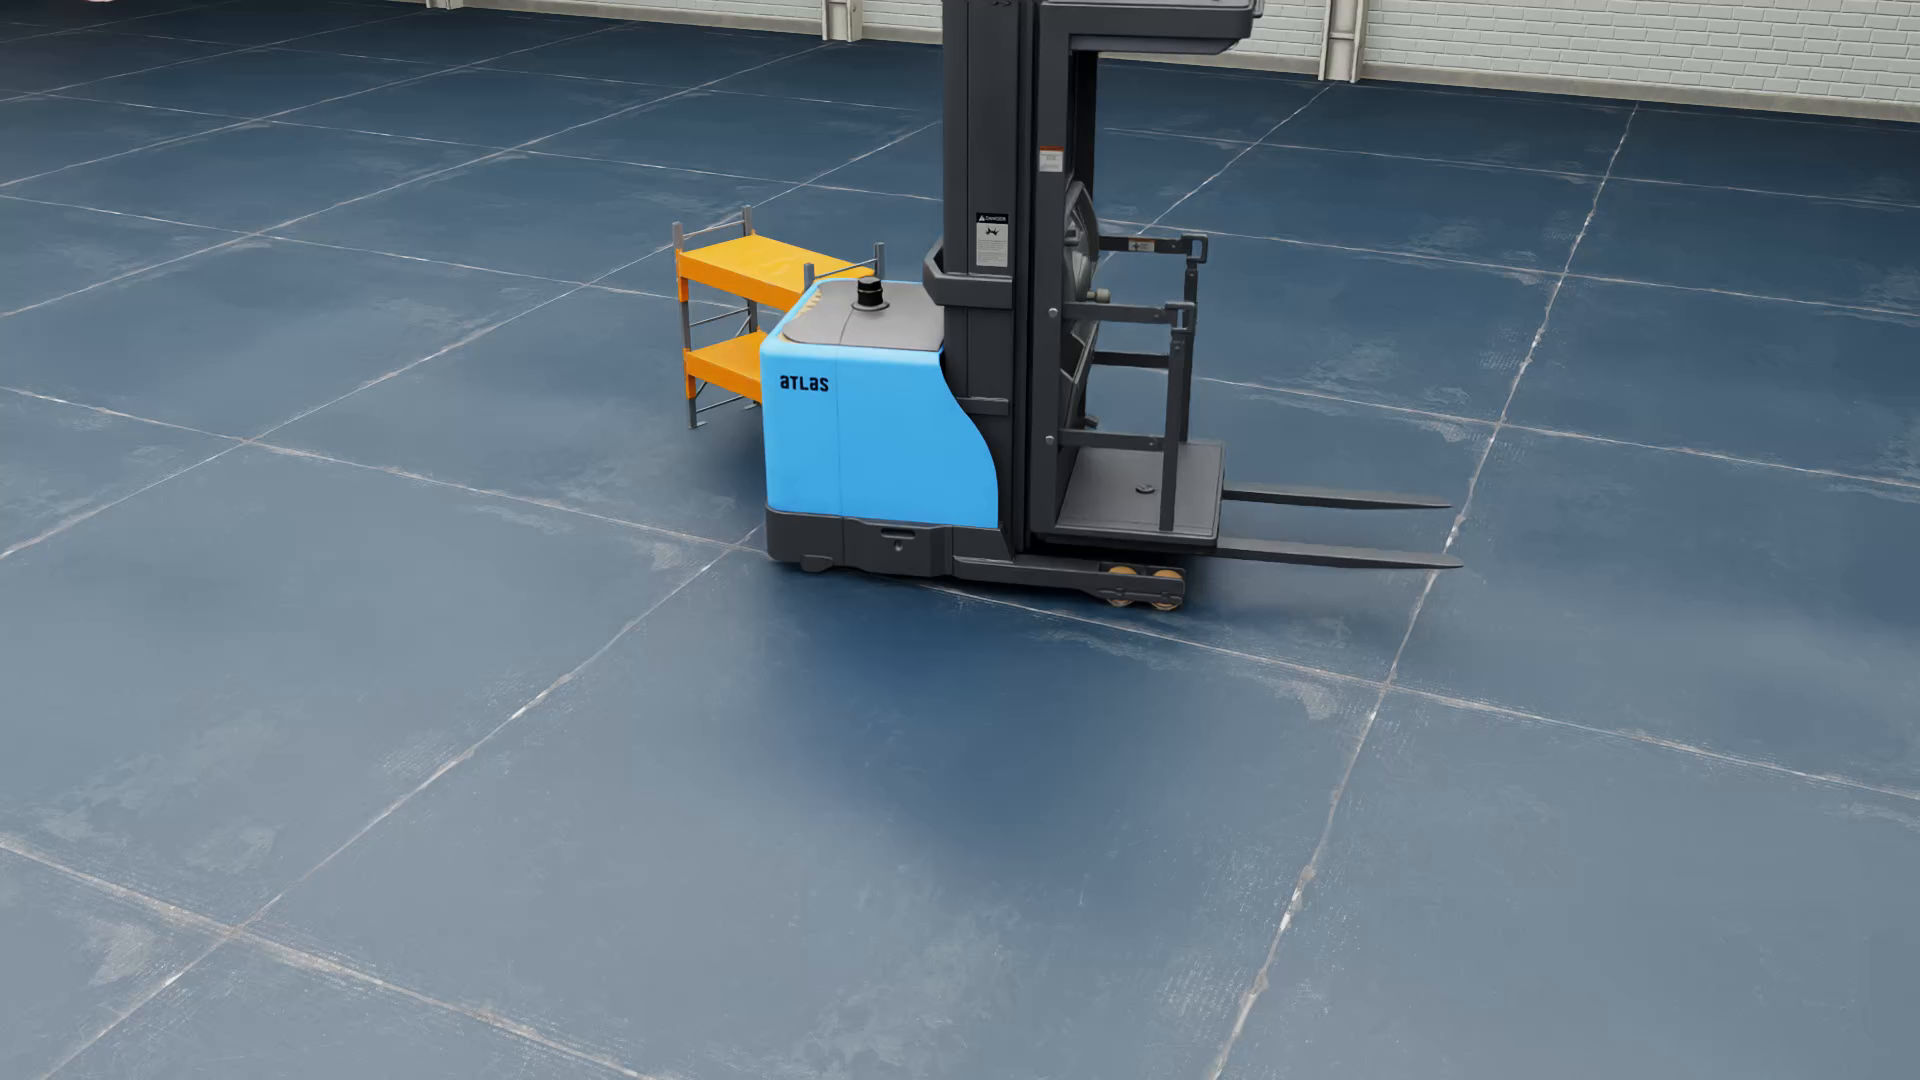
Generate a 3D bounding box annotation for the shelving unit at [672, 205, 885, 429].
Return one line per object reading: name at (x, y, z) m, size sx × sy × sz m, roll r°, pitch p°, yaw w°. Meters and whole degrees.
shelving unit at (-0.922, -1.031, 8.570) m, size 1.048 × 1.125 × 0.538 m, roll 23°, pitch 34°, yaw 39°

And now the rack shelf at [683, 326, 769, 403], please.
rack shelf at (-0.922, -0.812, 8.678) m, size 1.000 × 0.278 × 0.538 m, roll 23°, pitch 34°, yaw 39°

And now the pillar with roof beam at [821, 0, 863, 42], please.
pillar with roof beam at (-3.189, -8.329, 14.480) m, size 0.400 × 9.000 × 9.100 m, roll 11°, pitch 28°, yaw 22°

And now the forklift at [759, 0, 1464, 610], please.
forklift at (0.700, -1.270, 7.012) m, size 3.031 × 2.935 × 1.130 m, roll 5°, pitch 27°, yaw 9°

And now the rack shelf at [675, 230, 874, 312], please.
rack shelf at (-0.922, -1.293, 8.441) m, size 1.000 × 0.278 × 0.538 m, roll 23°, pitch 34°, yaw 39°

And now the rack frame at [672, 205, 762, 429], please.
rack frame at (-1.288, -1.187, 8.887) m, size 0.032 × 1.125 × 0.500 m, roll 23°, pitch 34°, yaw 39°

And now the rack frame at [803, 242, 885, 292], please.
rack frame at (-0.556, -0.875, 8.254) m, size 0.032 × 1.125 × 0.500 m, roll 23°, pitch 34°, yaw 39°

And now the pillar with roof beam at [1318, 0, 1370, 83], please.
pillar with roof beam at (2.273, -7.232, 12.252) m, size 0.400 × 9.000 × 9.100 m, roll 11°, pitch 28°, yaw 22°

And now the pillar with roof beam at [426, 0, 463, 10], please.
pillar with roof beam at (-8.650, -9.426, 16.708) m, size 0.400 × 9.000 × 9.100 m, roll 11°, pitch 28°, yaw 22°
